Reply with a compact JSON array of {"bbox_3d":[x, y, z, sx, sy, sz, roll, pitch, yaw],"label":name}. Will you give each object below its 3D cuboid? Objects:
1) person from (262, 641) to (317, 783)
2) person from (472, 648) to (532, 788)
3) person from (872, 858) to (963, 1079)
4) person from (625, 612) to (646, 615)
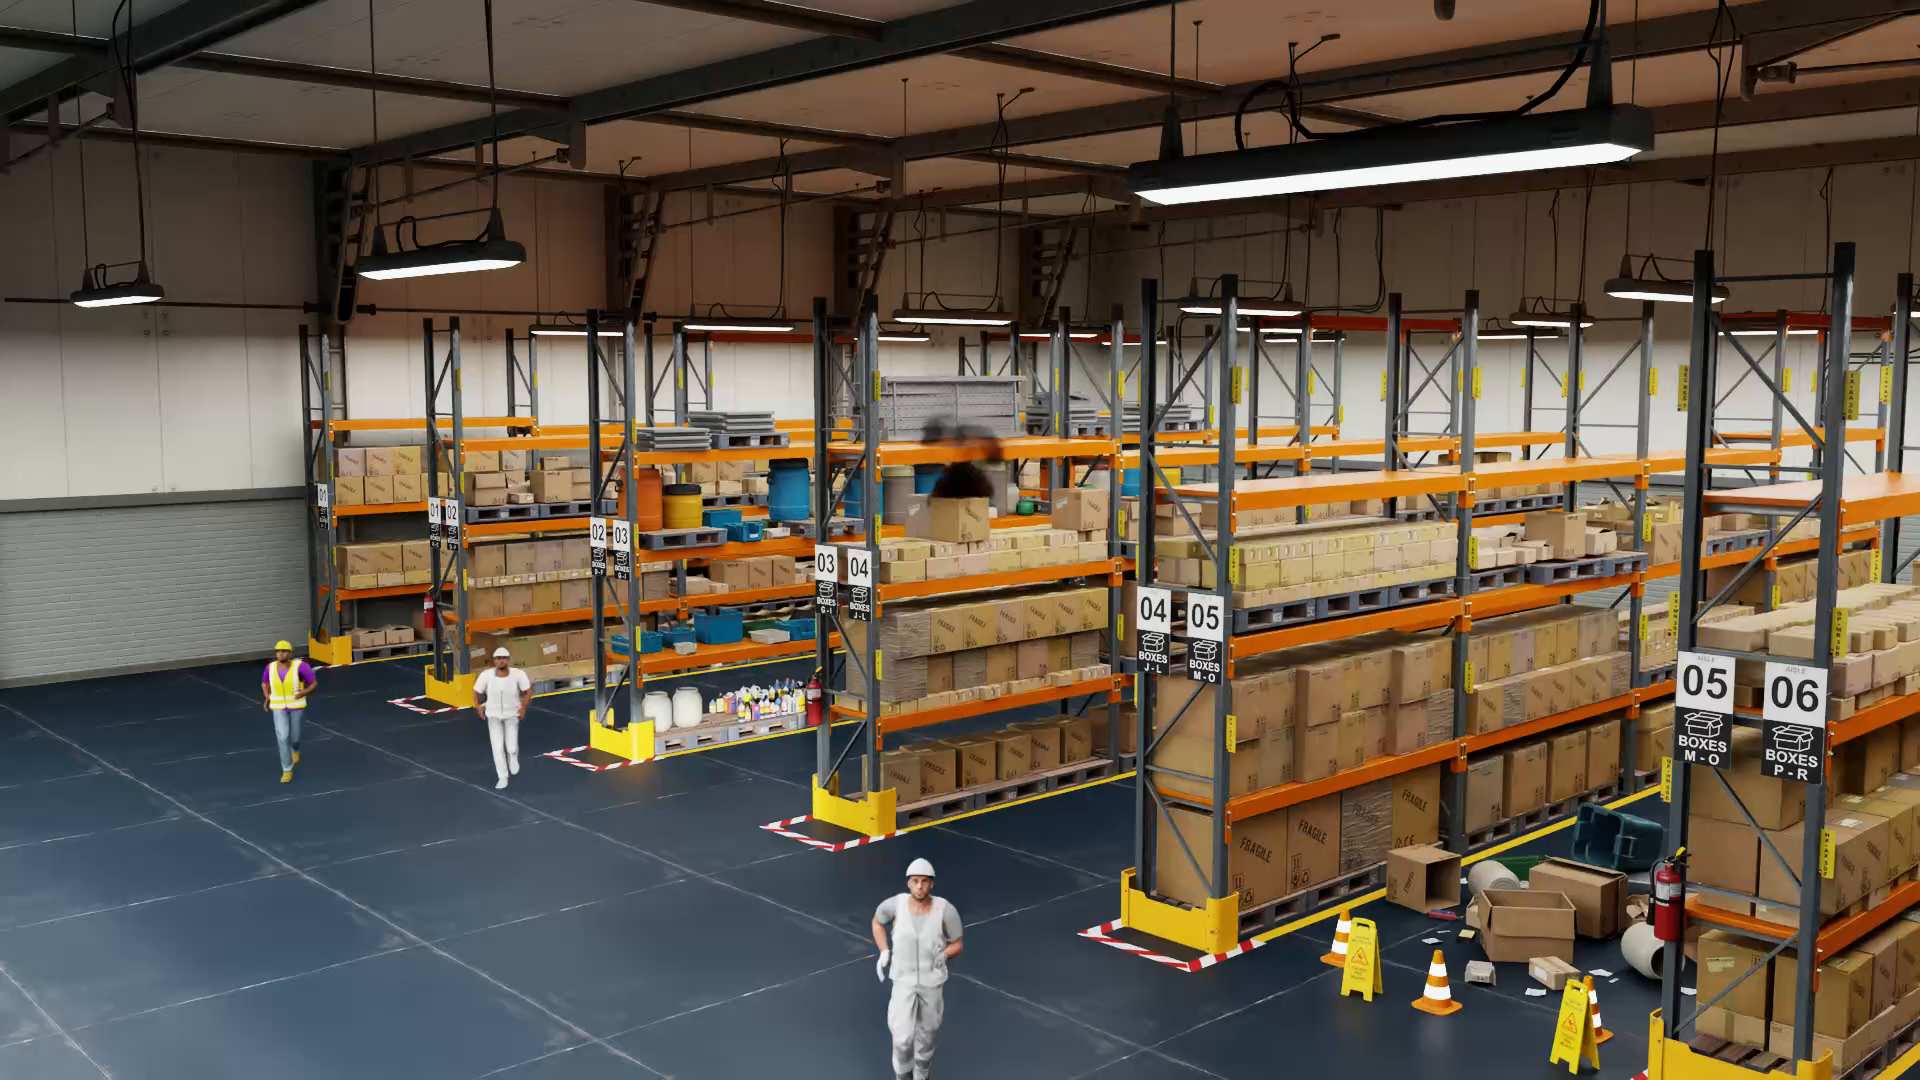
[{"bbox_3d":[-8.569,2.154,21.251,0.689,1.768,0.852,-1,6,-13],"label":"person"},{"bbox_3d":[-5.752,2.203,20.895,0.725,1.735,0.607,-1,6,-12],"label":"person"},{"bbox_3d":[-0.291,3.119,11.589,0.631,1.829,0.754,0,6,-4],"label":"person"},{"bbox_3d":[-5.853,1.290,30.161,0.814,1.726,0.636,-5,8,-42],"label":"person"}]
